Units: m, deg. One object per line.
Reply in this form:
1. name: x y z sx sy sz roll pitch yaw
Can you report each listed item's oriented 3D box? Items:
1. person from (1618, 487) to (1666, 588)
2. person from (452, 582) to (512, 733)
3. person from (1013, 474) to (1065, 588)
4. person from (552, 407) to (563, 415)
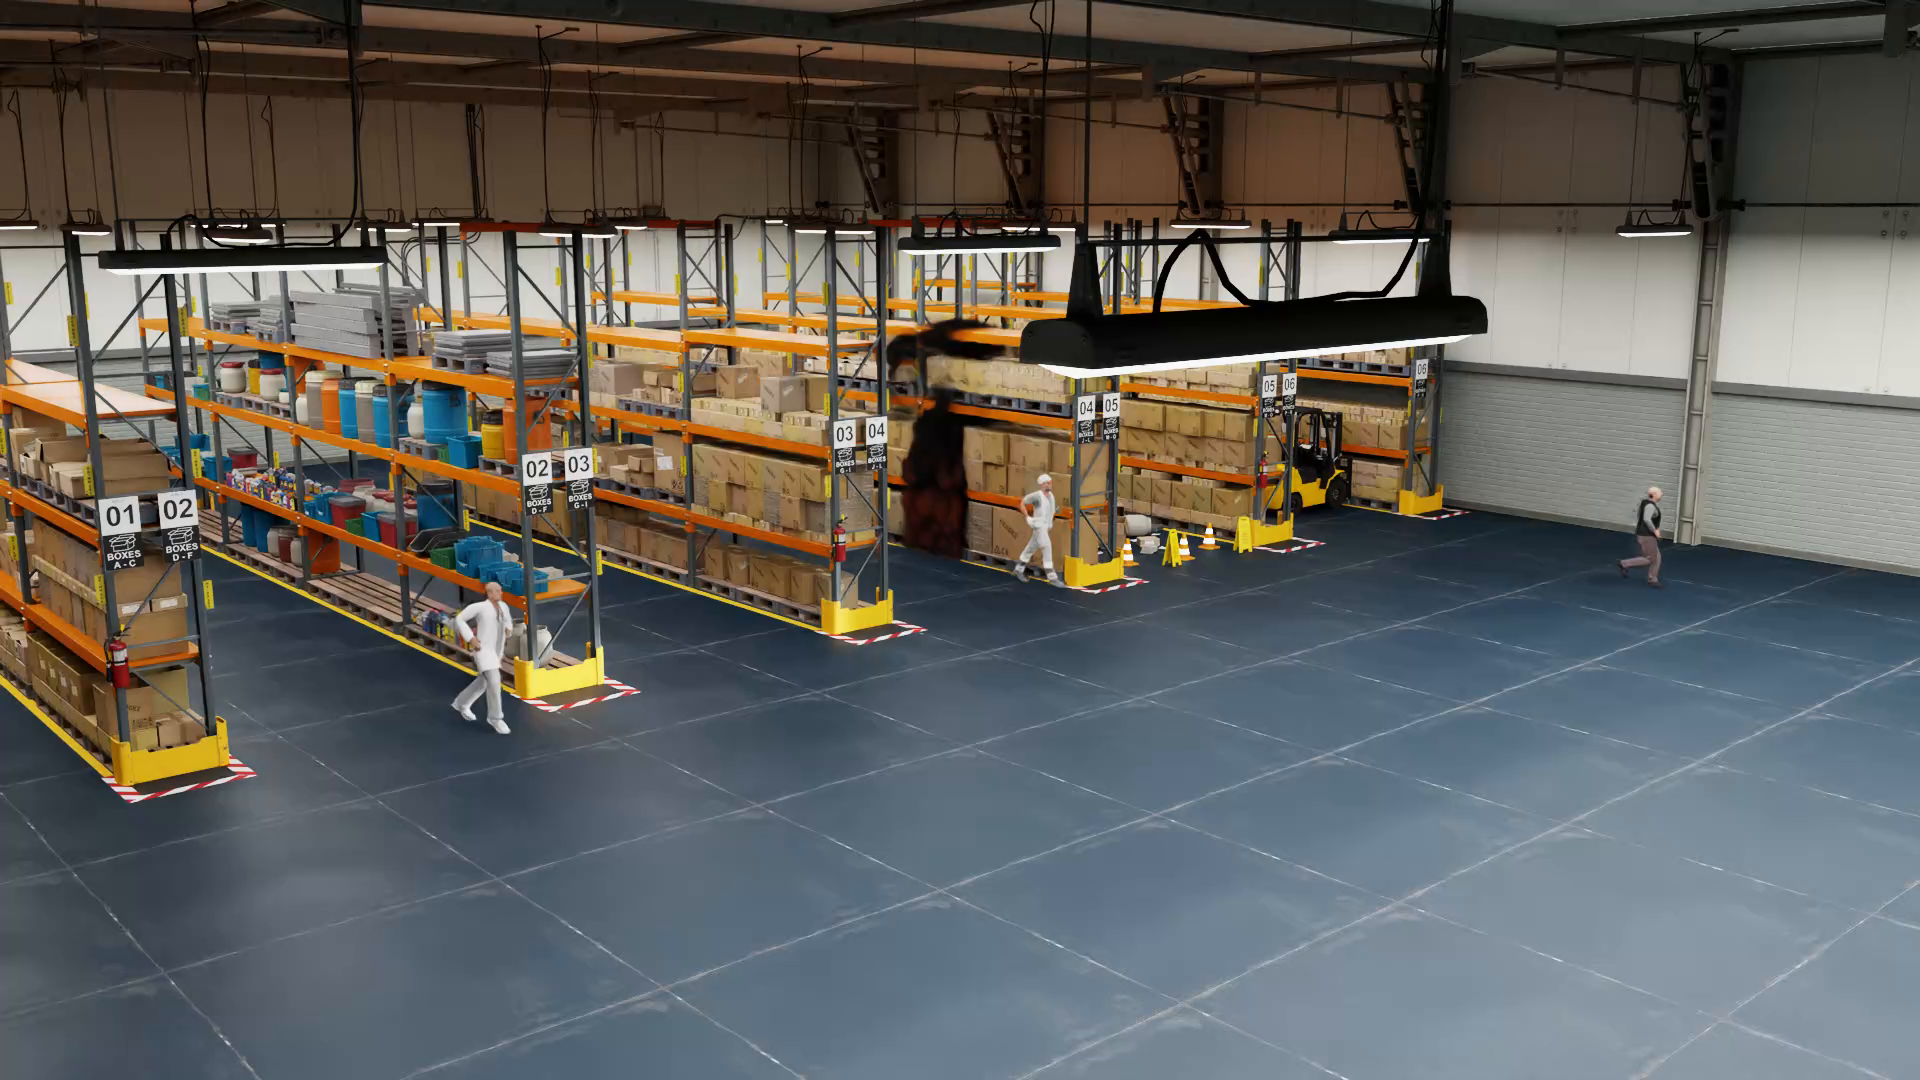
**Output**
1. person: 11.494 -0.052 27.921 0.791 1.705 0.684 3 12 15
2. person: -5.801 1.412 20.507 0.909 1.820 0.720 5 12 23
3. person: 1.353 -0.185 27.031 1.001 1.778 0.662 7 13 30
4. person: -9.566 -2.361 39.428 0.653 1.640 0.532 -3 12 -14
